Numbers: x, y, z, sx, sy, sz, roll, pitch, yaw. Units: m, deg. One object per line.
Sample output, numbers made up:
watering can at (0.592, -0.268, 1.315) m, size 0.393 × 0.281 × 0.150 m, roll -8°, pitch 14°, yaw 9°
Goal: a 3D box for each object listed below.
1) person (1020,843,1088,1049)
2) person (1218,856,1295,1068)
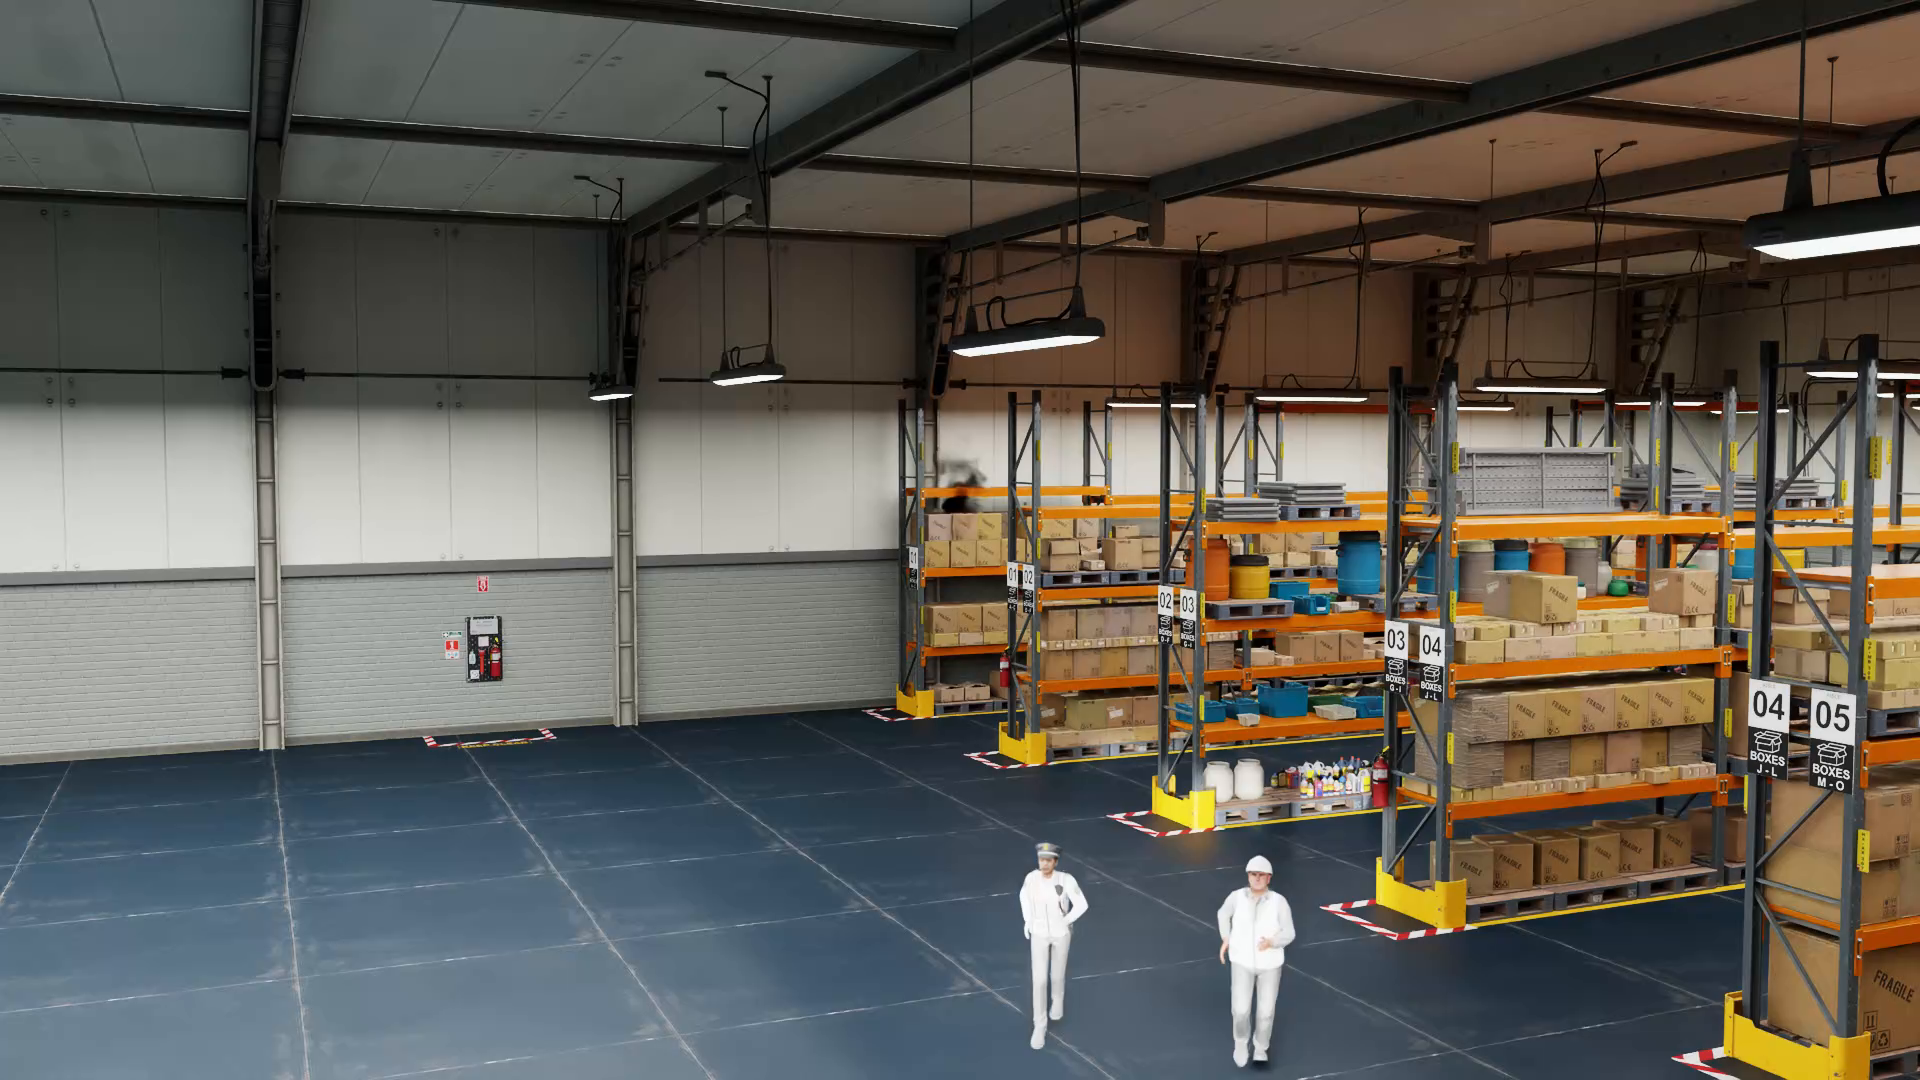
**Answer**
person at (0.812, 3.461, 14.514) m, size 0.611 × 1.732 × 0.812 m, roll 1°, pitch 3°, yaw 9°
person at (2.424, 3.478, 13.661) m, size 0.638 × 1.751 × 0.670 m, roll 1°, pitch 3°, yaw 12°
